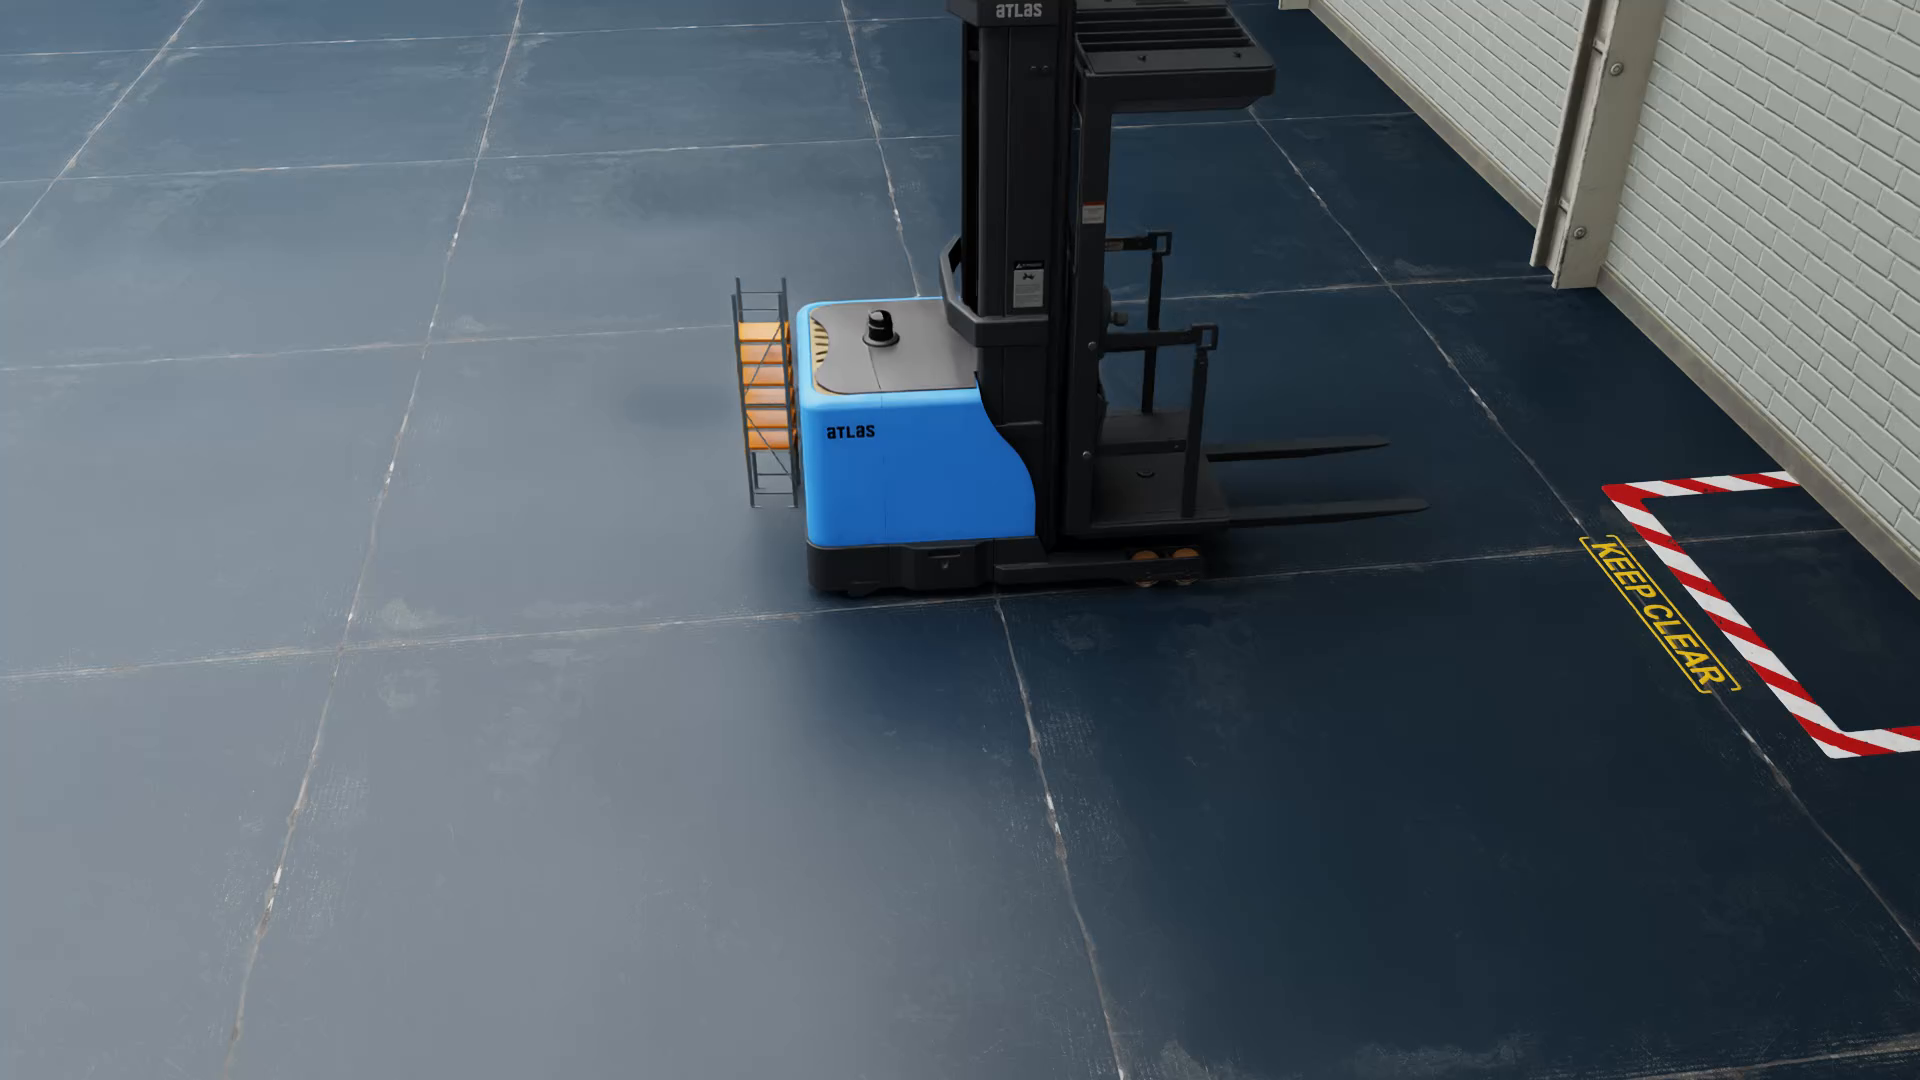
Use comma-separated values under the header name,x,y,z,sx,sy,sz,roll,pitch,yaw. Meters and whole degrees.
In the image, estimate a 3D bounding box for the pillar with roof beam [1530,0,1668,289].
name,x,y,z,sx,sy,sz,roll,pitch,yaw
pillar with roof beam,-0.348,-5.114,7.763,9.100,9.000,0.400,-4,35,-6

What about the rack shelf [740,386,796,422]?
name,x,y,z,sx,sy,sz,roll,pitch,yaw
rack shelf,-0.951,-0.675,8.252,0.258,0.103,0.180,0,34,0

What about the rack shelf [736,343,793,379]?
name,x,y,z,sx,sy,sz,roll,pitch,yaw
rack shelf,-0.953,-0.873,8.116,0.258,0.103,0.180,0,34,0

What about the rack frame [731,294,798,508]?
name,x,y,z,sx,sy,sz,roll,pitch,yaw
rack frame,-0.951,-0.660,8.151,0.240,1.200,0.006,0,34,0

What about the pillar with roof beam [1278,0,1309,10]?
name,x,y,z,sx,sy,sz,roll,pitch,yaw
pillar with roof beam,-1.155,-8.462,12.676,9.100,9.000,0.400,-4,35,-6

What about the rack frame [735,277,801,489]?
name,x,y,z,sx,sy,sz,roll,pitch,yaw
rack frame,-0.951,-0.764,8.302,0.240,1.200,0.006,0,34,0

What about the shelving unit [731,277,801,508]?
name,x,y,z,sx,sy,sz,roll,pitch,yaw
shelving unit,-0.951,-0.712,8.227,0.258,1.200,0.189,0,34,0

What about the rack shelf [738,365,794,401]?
name,x,y,z,sx,sy,sz,roll,pitch,yaw
rack shelf,-0.952,-0.774,8.184,0.258,0.103,0.180,0,34,0

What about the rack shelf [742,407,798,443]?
name,x,y,z,sx,sy,sz,roll,pitch,yaw
rack shelf,-0.950,-0.576,8.320,0.258,0.103,0.180,0,34,0

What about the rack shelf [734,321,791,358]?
name,x,y,z,sx,sy,sz,roll,pitch,yaw
rack shelf,-0.954,-0.972,8.048,0.258,0.103,0.180,0,34,0

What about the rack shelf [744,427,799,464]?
name,x,y,z,sx,sy,sz,roll,pitch,yaw
rack shelf,-0.949,-0.478,8.388,0.258,0.103,0.180,0,34,0

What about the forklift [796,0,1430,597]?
name,x,y,z,sx,sy,sz,roll,pitch,yaw
forklift,0.747,-1.287,7.536,3.031,2.935,1.130,-3,34,-5
